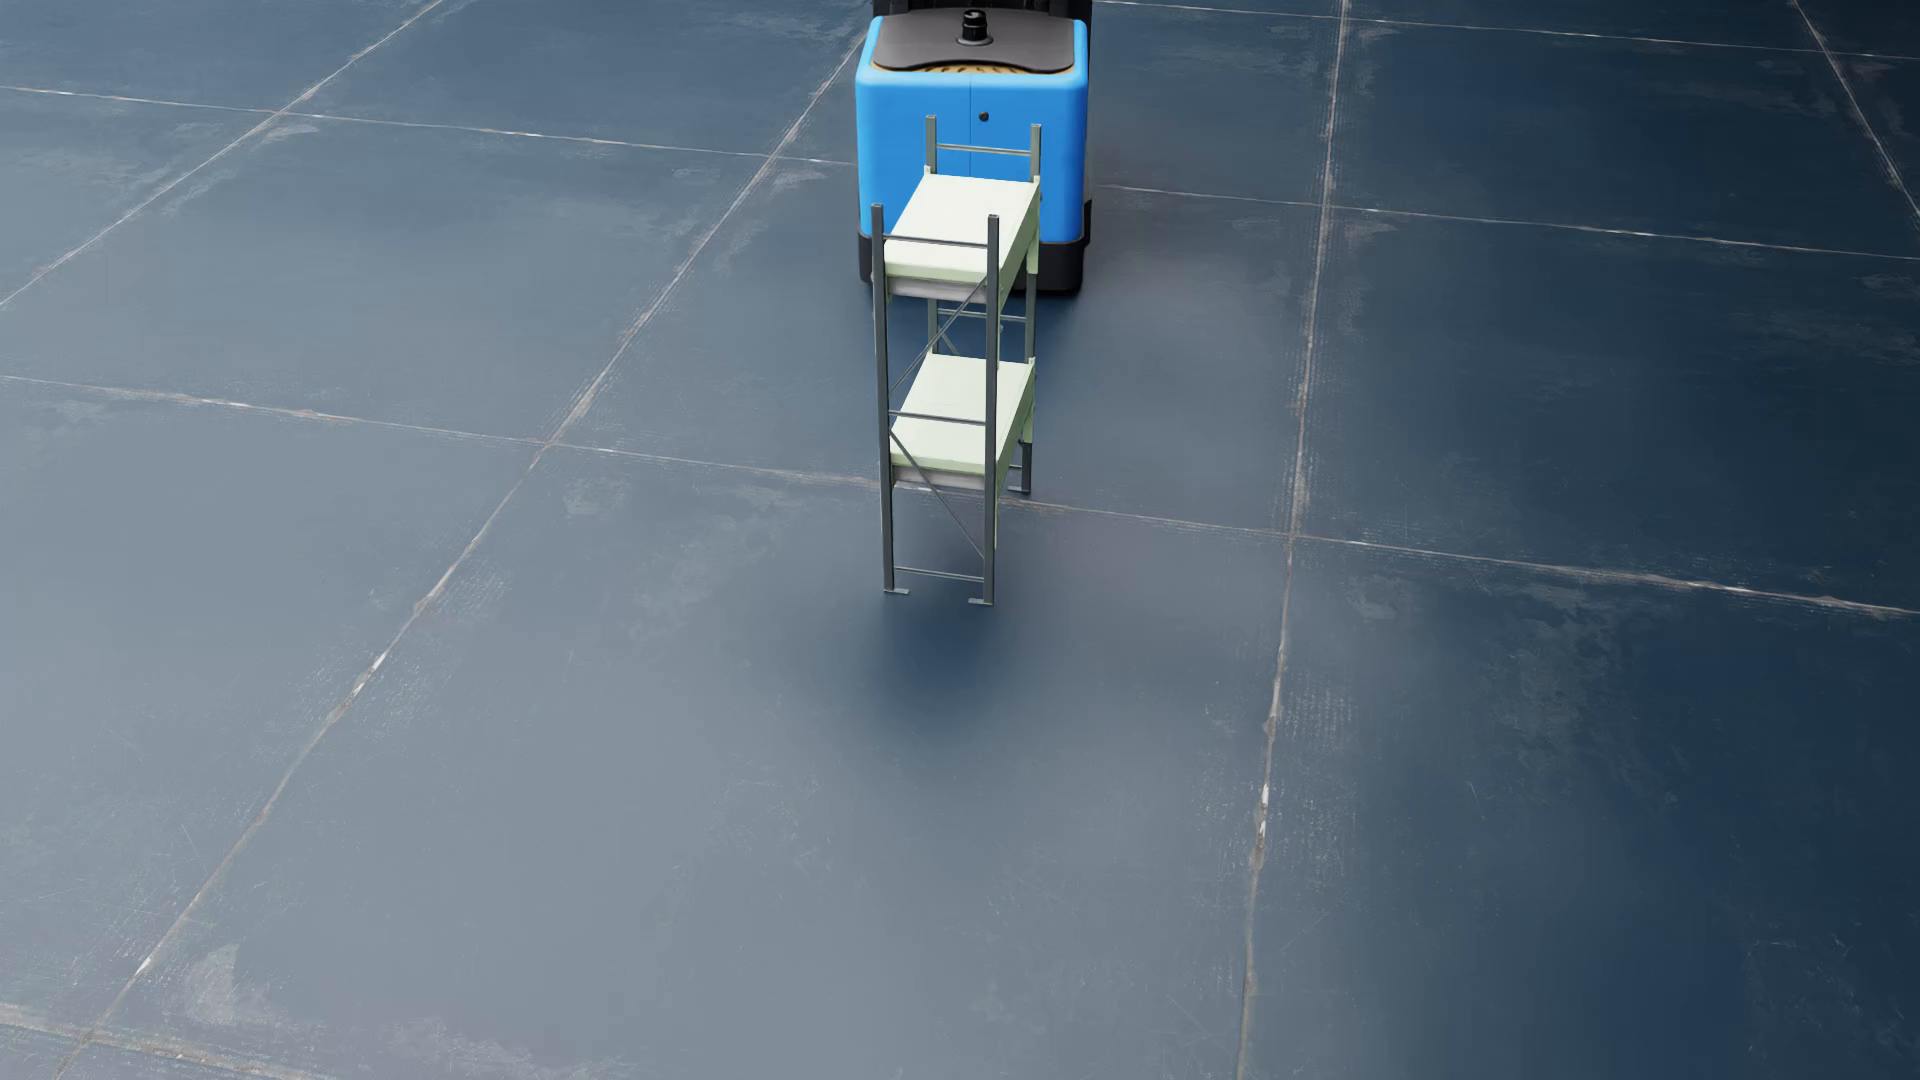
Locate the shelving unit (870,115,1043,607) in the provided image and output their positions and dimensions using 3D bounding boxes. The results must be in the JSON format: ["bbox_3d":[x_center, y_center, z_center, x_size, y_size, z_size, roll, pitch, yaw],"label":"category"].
[{"bbox_3d":[0.001,-0.611,5.815,0.431,1.500,0.755,7,37,10],"label":"shelving unit"}]

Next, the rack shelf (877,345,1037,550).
[{"bbox_3d":[0.001,-0.347,6.006,0.431,0.370,0.720,7,37,10],"label":"rack shelf"}]

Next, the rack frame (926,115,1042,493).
[{"bbox_3d":[0.080,-0.821,6.105,0.400,1.500,0.023,7,37,10],"label":"rack frame"}]

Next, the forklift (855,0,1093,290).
[{"bbox_3d":[0.125,-3.189,8.152,1.130,2.935,3.031,2,36,2],"label":"forklift"}]

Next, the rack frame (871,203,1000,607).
[{"bbox_3d":[-0.077,-0.401,5.526,0.400,1.500,0.023,7,37,10],"label":"rack frame"}]

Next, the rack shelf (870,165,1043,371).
[{"bbox_3d":[0.001,-0.927,5.586,0.431,0.370,0.720,7,37,10],"label":"rack shelf"}]
